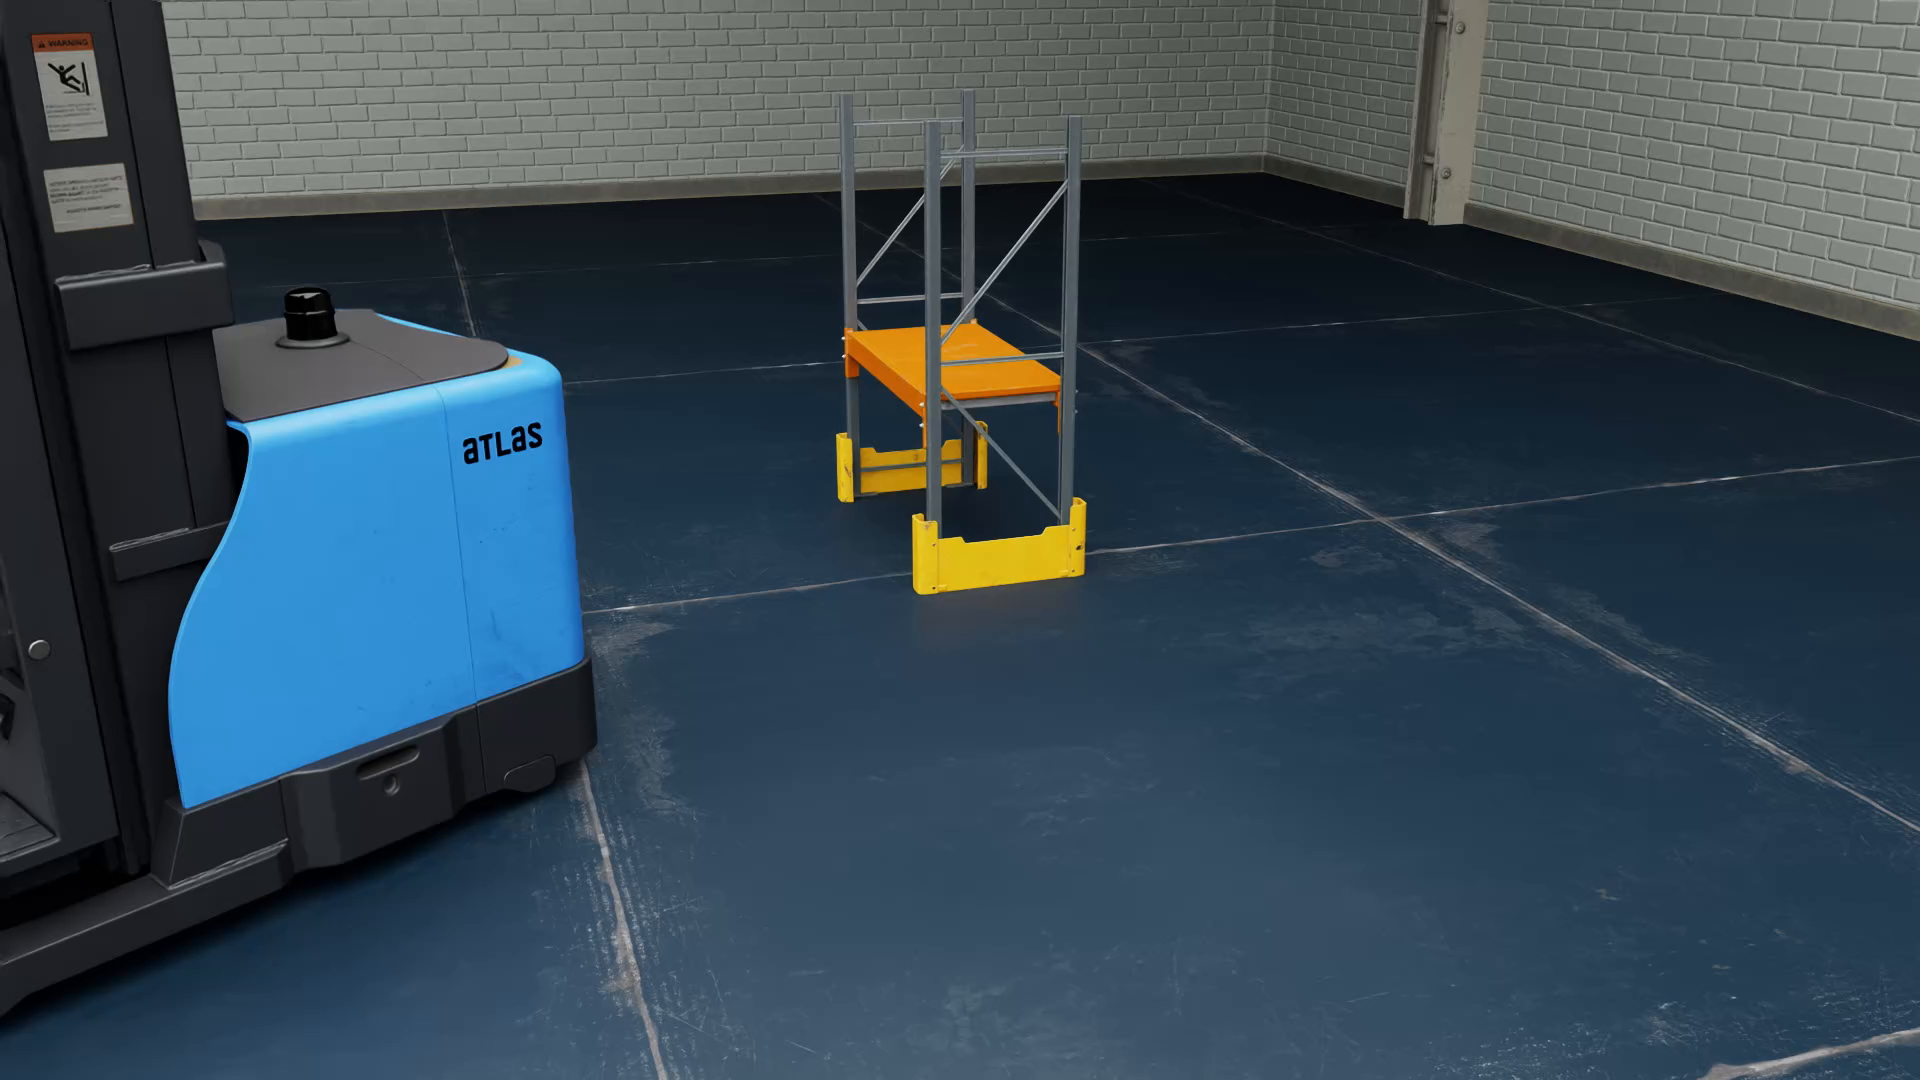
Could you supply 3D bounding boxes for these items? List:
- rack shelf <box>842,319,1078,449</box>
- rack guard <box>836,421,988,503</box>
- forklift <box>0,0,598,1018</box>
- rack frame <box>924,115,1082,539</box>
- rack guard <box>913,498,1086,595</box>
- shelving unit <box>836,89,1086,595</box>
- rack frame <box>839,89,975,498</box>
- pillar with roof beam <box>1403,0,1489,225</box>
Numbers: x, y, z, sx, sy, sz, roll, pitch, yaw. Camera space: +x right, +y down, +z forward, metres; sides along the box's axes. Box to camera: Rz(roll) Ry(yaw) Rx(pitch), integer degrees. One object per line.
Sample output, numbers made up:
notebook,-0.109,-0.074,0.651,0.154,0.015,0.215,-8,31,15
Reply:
rack shelf,-0.027,-0.564,5.800,0.538,0.185,1.000,-6,21,-17
rack guard,-0.180,-0.302,6.387,0.587,0.250,0.087,-6,21,-17
forklift,-2.286,-0.530,3.056,1.130,2.935,3.031,17,26,39
rack frame,0.133,-0.570,5.285,0.500,1.500,0.032,-6,21,-17
rack guard,0.133,0.018,5.497,0.587,0.250,0.087,-6,21,-17
shelving unit,-0.024,-0.730,5.731,0.587,1.500,1.083,-6,21,-17
rack frame,-0.187,-0.896,6.193,0.500,1.500,0.032,-6,21,-17
pillar with roof beam,-0.457,-6.223,9.929,9.100,9.000,0.400,-6,21,-17
